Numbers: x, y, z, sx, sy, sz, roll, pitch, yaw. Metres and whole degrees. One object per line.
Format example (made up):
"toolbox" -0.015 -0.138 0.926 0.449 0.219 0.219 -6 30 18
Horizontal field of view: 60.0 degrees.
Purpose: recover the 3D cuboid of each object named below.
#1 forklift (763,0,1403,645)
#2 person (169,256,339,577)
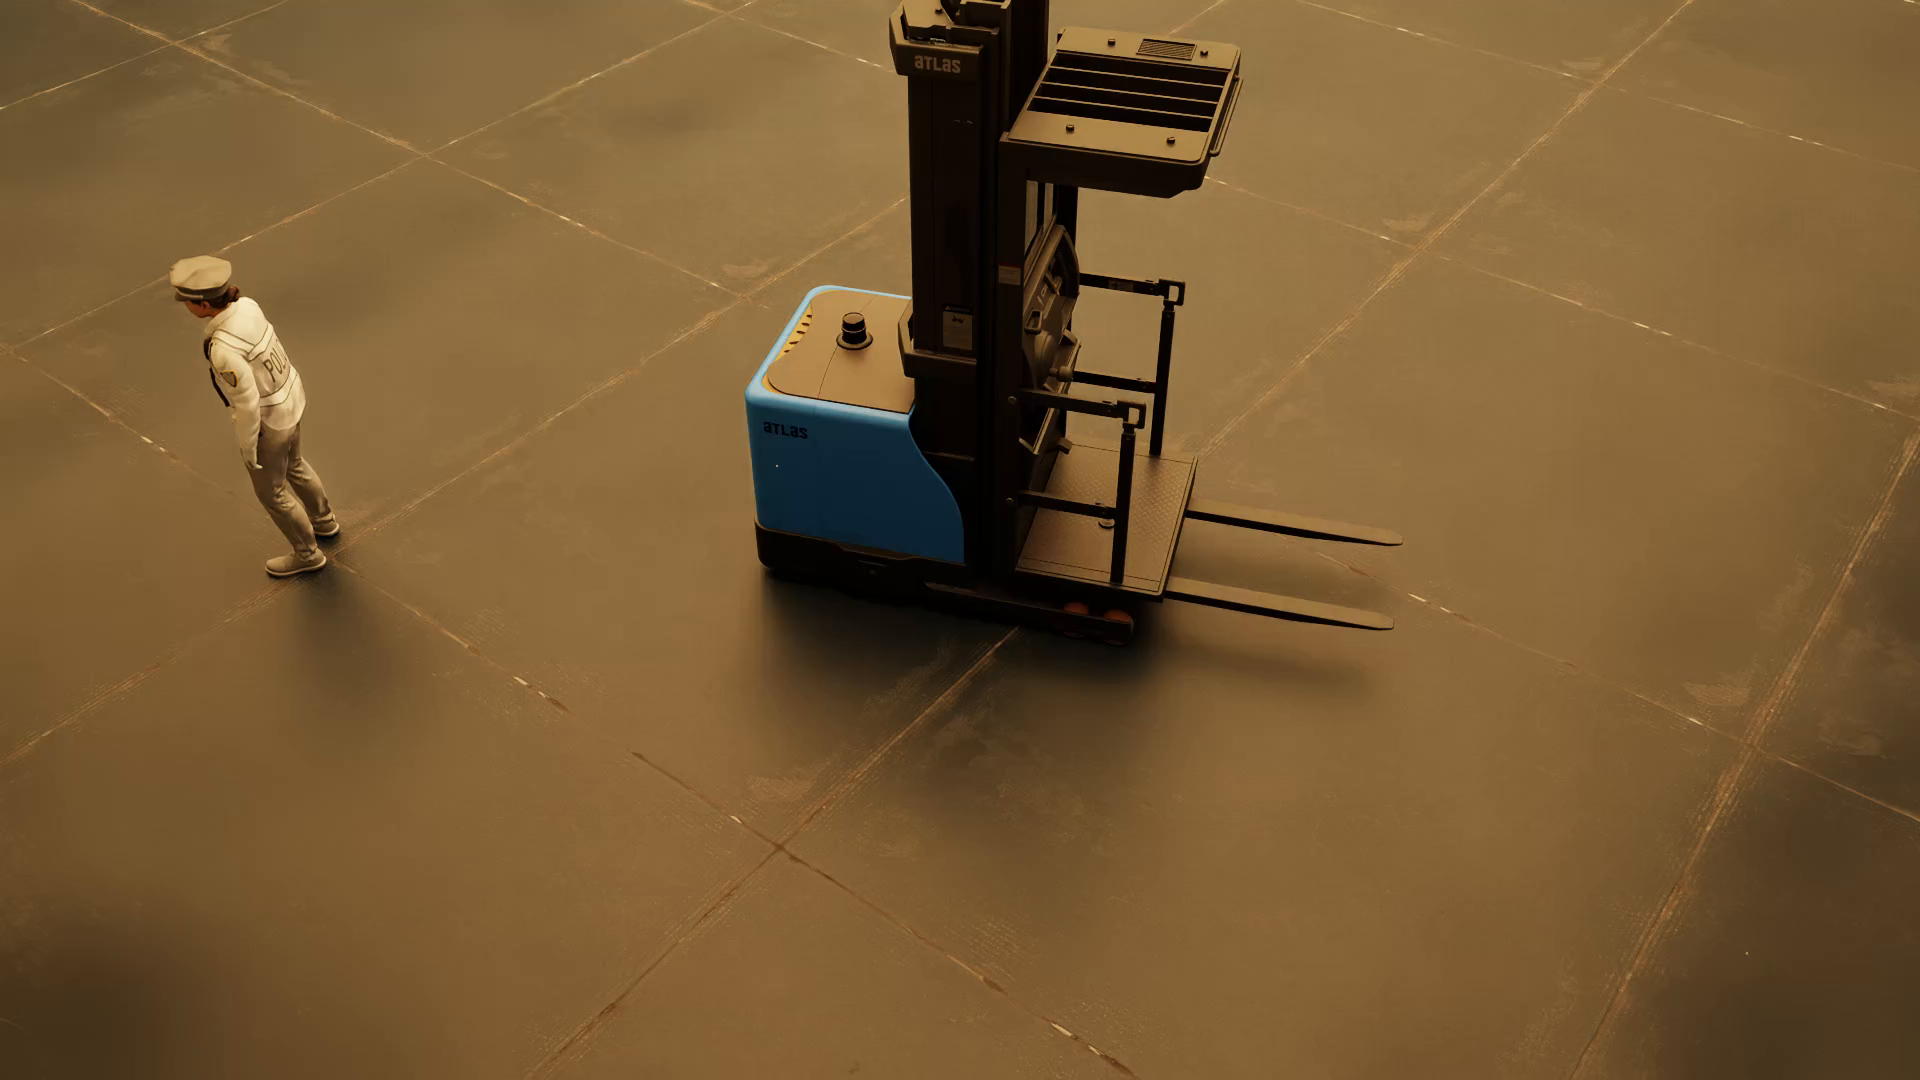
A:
"forklift" 0.586 -1.009 7.257 3.031 2.935 1.121 10 41 12
"person" -3.230 -0.564 7.715 0.373 1.662 0.537 -2 40 -3
